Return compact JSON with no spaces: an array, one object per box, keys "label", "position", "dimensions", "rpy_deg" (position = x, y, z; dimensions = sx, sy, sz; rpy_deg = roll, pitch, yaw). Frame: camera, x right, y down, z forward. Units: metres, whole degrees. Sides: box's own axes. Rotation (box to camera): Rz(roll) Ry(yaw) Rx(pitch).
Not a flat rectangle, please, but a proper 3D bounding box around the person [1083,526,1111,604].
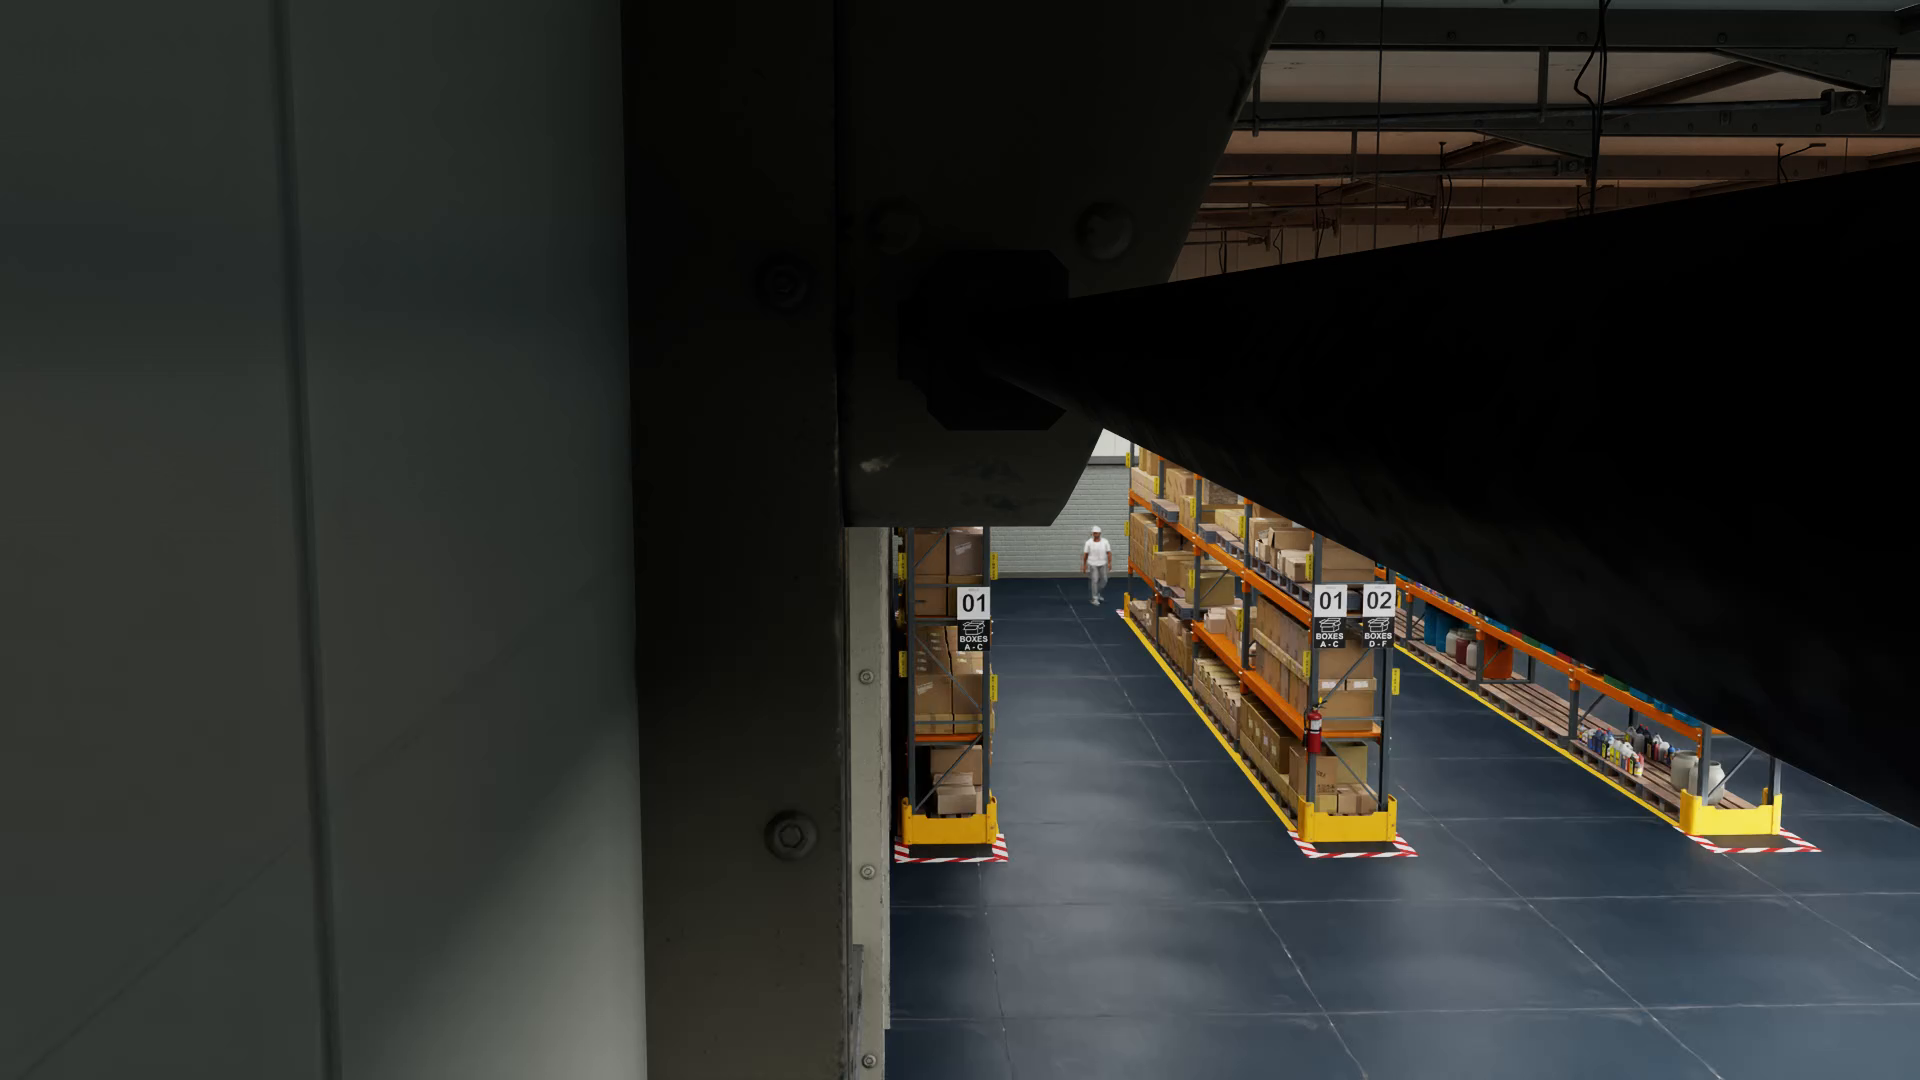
[{"label":"person","position":[3.146,0.567,38.130],"dimensions":[0.601,1.769,0.480],"rpy_deg":[-3,8,-21]}]
